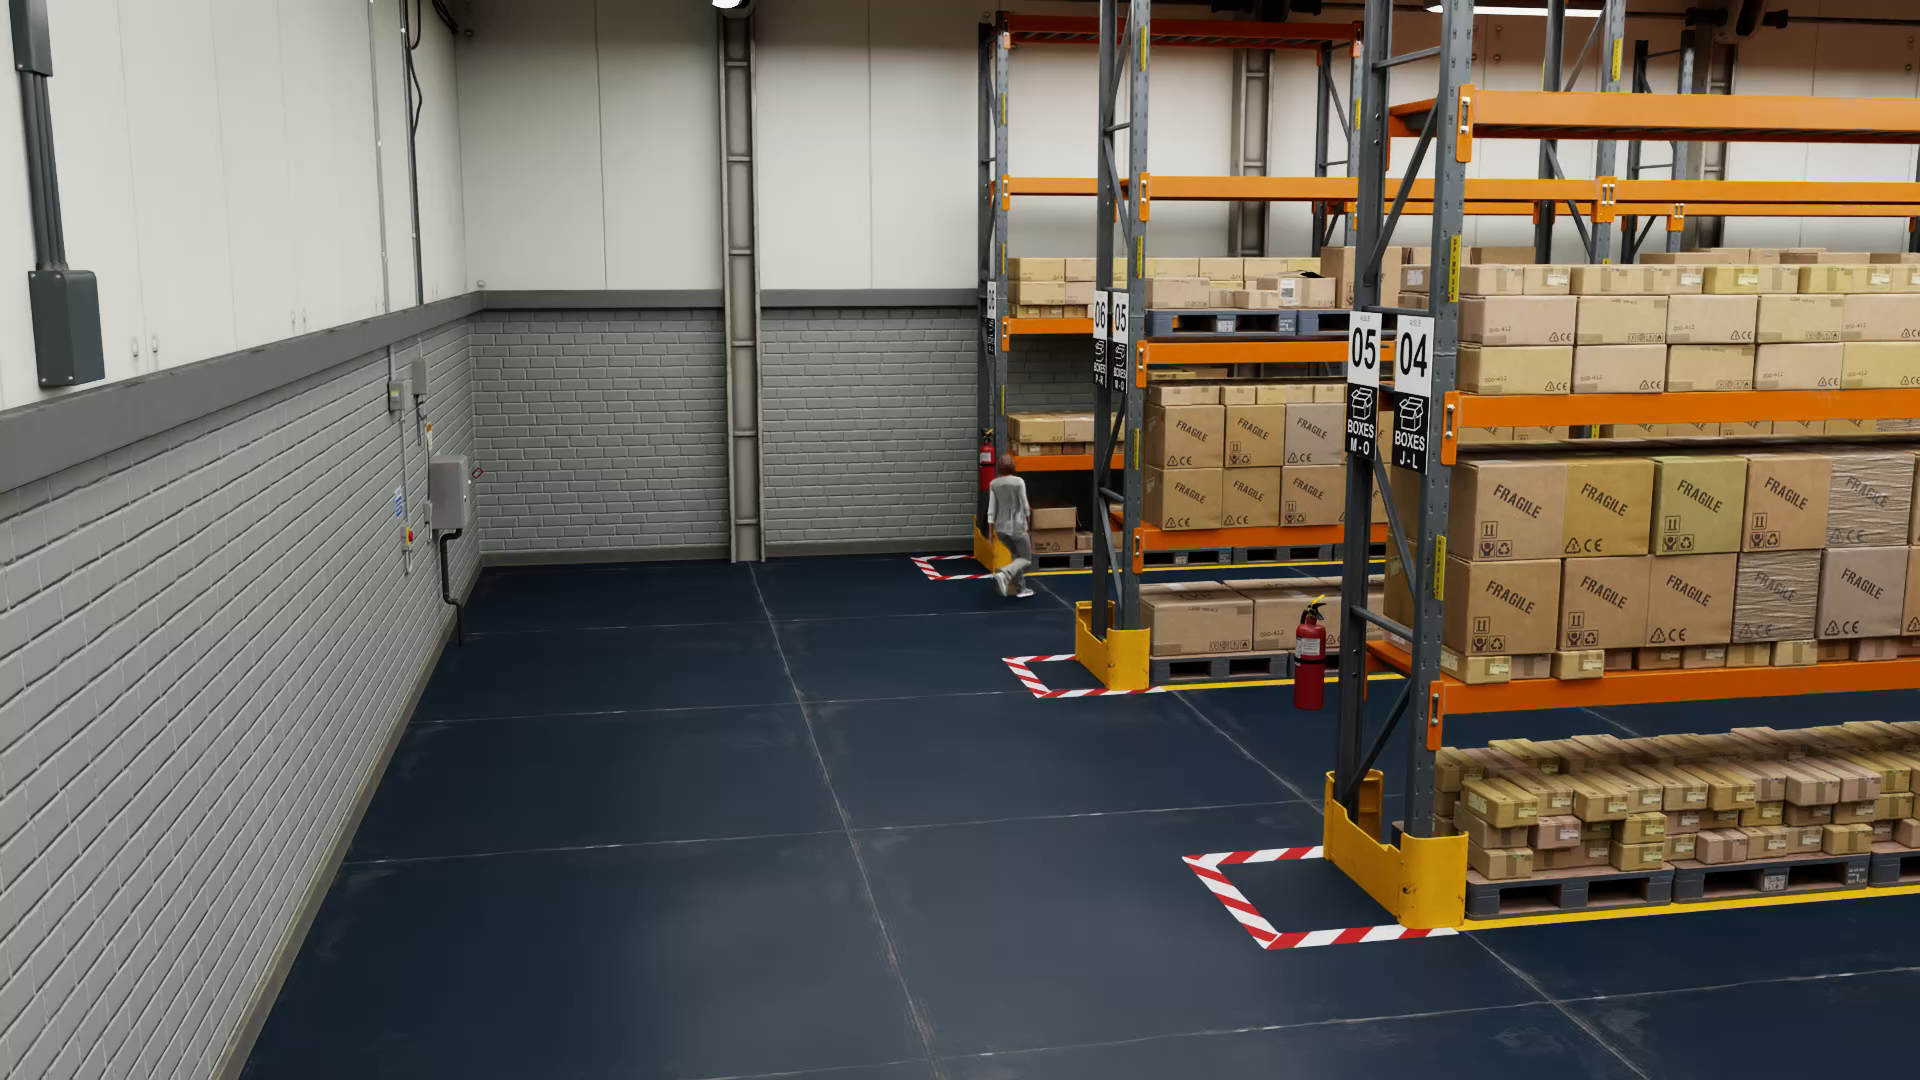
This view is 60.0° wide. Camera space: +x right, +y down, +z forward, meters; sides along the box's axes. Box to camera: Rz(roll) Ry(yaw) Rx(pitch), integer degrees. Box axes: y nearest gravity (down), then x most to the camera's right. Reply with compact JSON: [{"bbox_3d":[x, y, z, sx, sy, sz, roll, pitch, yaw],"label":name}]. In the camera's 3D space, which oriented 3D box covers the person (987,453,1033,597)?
[{"bbox_3d":[0.513,-0.122,16.846,0.422,1.512,0.799,5,11,25],"label":"person"}]
